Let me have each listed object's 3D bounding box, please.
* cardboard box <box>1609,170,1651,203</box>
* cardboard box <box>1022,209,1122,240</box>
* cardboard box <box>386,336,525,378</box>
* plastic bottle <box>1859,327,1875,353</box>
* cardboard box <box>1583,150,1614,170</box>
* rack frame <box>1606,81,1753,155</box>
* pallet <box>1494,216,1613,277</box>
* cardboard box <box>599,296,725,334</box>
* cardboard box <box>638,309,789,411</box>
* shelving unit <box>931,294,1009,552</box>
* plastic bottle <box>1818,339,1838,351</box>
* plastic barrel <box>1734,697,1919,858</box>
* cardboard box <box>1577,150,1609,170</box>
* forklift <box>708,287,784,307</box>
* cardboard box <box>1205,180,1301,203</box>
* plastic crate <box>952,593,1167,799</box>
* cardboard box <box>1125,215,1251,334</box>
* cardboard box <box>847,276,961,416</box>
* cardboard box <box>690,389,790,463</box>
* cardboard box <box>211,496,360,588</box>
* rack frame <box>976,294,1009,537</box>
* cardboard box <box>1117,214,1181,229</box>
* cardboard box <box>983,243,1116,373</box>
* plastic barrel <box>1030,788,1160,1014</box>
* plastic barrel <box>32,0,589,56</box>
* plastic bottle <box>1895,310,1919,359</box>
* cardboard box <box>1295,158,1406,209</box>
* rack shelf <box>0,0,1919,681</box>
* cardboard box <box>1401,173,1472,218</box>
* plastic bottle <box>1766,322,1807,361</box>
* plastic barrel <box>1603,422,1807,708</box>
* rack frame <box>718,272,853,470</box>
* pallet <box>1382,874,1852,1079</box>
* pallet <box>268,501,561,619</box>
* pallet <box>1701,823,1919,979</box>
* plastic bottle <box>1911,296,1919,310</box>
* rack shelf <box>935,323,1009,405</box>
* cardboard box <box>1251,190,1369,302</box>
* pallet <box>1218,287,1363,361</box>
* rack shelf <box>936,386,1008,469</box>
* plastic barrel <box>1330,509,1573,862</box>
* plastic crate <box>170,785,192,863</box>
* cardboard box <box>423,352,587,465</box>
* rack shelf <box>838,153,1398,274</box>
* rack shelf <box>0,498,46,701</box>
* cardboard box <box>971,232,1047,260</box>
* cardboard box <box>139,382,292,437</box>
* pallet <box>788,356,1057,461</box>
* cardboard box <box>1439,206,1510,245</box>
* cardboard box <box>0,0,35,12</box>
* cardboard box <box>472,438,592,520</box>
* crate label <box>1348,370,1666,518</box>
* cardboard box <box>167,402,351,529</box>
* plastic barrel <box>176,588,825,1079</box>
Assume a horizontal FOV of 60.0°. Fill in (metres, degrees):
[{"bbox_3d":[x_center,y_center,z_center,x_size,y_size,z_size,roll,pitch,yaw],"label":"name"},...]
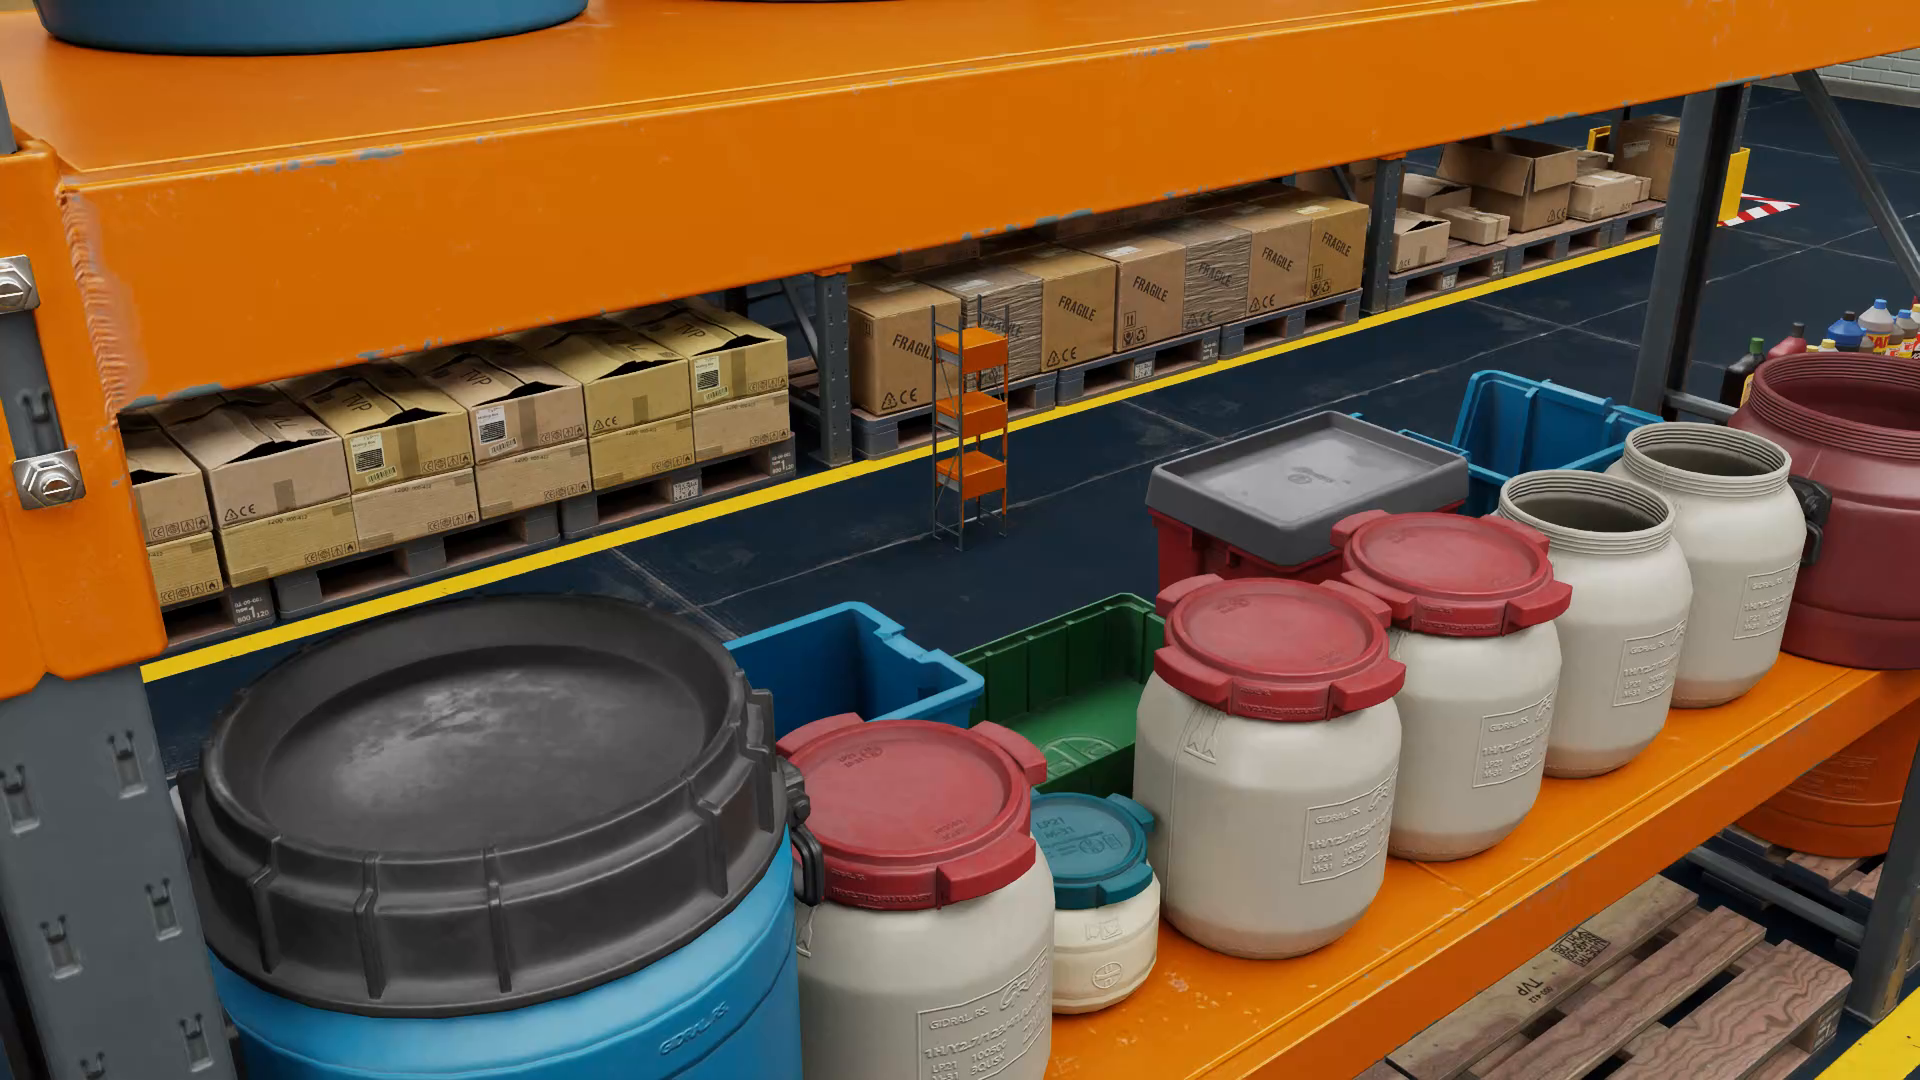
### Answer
[{"bbox_3d":[4.771,-2.574,12.076,0.250,0.166,0.380,-18,31,-34],"label":"cardboard box"},{"bbox_3d":[0.561,-1.889,9.314,0.500,0.250,0.500,-19,31,-35],"label":"cardboard box"},{"bbox_3d":[-2.279,-0.767,7.442,0.500,0.311,0.500,-19,31,-35],"label":"cardboard box"},{"bbox_3d":[2.748,-0.554,5.116,0.097,0.201,0.097,0,25,0],"label":"plastic bottle"},{"bbox_3d":[4.879,-2.869,12.733,0.250,0.149,0.380,-18,31,-34],"label":"cardboard box"},{"bbox_3d":[5.421,-3.958,12.215,0.127,3.000,1.000,-18,31,-34],"label":"rack frame"},{"bbox_3d":[3.775,-2.150,11.633,1.213,0.211,1.003,-18,31,-34],"label":"pallet"},{"bbox_3d":[-1.468,-1.038,8.026,0.500,0.311,0.500,-17,30,-32],"label":"cardboard box"},{"bbox_3d":[-1.135,-0.860,7.640,0.500,0.311,0.500,-17,30,-33],"label":"cardboard box"},{"bbox_3d":[0.042,-0.490,7.059,0.252,1.050,0.215,-18,31,-34],"label":"shelving unit"},{"bbox_3d":[2.594,-0.503,5.007,0.097,0.201,0.097,0,25,0],"label":"plastic bottle"},{"bbox_3d":[2.554,0.423,4.853,0.708,0.830,0.600,-18,31,-34],"label":"plastic barrel"},{"bbox_3d":[4.424,-2.733,12.319,0.500,0.250,0.500,-18,31,-34],"label":"cardboard box"},{"bbox_3d":[-2.392,-2.329,8.786,3.031,2.935,1.130,-19,31,-36],"label":"forklift"},{"bbox_3d":[1.742,-1.939,10.312,0.500,0.500,0.500,-20,31,-36],"label":"cardboard box"},{"bbox_3d":[0.228,0.352,3.181,0.662,0.188,0.450,-18,31,-34],"label":"plastic crate"},{"bbox_3d":[1.273,-1.505,9.377,0.500,0.500,0.500,-18,30,-33],"label":"cardboard box"},{"bbox_3d":[-0.340,-0.969,8.221,0.500,0.500,0.500,-17,30,-32],"label":"cardboard box"},{"bbox_3d":[-1.138,-0.605,7.759,0.500,0.250,0.500,-17,30,-33],"label":"cardboard box"},{"bbox_3d":[-2.743,-0.074,6.614,0.500,0.250,0.500,-19,31,-36],"label":"cardboard box"},{"bbox_3d":[0.138,-0.522,7.127,0.008,1.050,0.200,-18,31,-34],"label":"rack frame"},{"bbox_3d":[0.931,-1.670,9.732,0.500,0.500,0.500,-18,30,-33],"label":"cardboard box"},{"bbox_3d":[0.466,-1.235,8.795,0.500,0.500,0.500,-19,31,-35],"label":"cardboard box"},{"bbox_3d":[0.168,0.571,2.621,0.301,0.262,0.301,0,25,0],"label":"plastic barrel"},{"bbox_3d":[-0.702,-0.991,1.663,0.708,0.901,0.600,-18,31,-34],"label":"plastic barrel"},{"bbox_3d":[2.977,-0.630,5.279,0.097,0.201,0.097,0,25,0],"label":"plastic bottle"},{"bbox_3d":[2.546,-2.226,10.931,0.500,0.500,0.500,-18,31,-34],"label":"cardboard box"},{"bbox_3d":[0.605,-0.752,2.600,4.000,0.370,1.077,-18,31,-34],"label":"rack shelf"},{"bbox_3d":[3.137,-2.335,11.390,0.500,0.311,0.500,-18,31,-34],"label":"cardboard box"},{"bbox_3d":[2.416,-0.491,4.884,0.133,0.283,0.061,-18,31,-34],"label":"plastic bottle"},{"bbox_3d":[1.501,0.050,3.447,0.421,0.512,0.421,0,25,0],"label":"plastic barrel"},{"bbox_3d":[-0.875,-1.880,7.737,0.127,3.000,1.000,-18,31,-34],"label":"rack frame"},{"bbox_3d":[1.545,1.216,4.380,1.213,0.211,1.003,-18,31,-34],"label":"pallet"},{"bbox_3d":[-2.506,-0.099,7.212,1.213,0.211,1.003,-18,31,-34],"label":"pallet"},{"bbox_3d":[2.774,0.809,5.257,1.213,0.211,1.003,-18,31,-34],"label":"pallet"},{"bbox_3d":[3.134,-0.728,5.394,0.133,0.283,0.061,-18,31,-34],"label":"plastic bottle"},{"bbox_3d":[0.042,-0.738,6.944,0.240,0.259,0.215,-18,31,-34],"label":"rack shelf"},{"bbox_3d":[2.062,-1.761,9.928,0.500,0.500,0.500,-18,31,-34],"label":"cardboard box"},{"bbox_3d":[1.656,-1.430,10.080,1.213,0.211,1.003,-18,31,-34],"label":"pallet"},{"bbox_3d":[0.042,-0.480,7.063,0.240,0.259,0.215,-18,31,-34],"label":"rack shelf"},{"bbox_3d":[0.837,0.261,2.963,0.433,0.535,0.433,0,25,0],"label":"plastic barrel"},{"bbox_3d":[-0.776,0.545,2.436,0.583,0.464,0.402,-18,31,-34],"label":"plastic crate"},{"bbox_3d":[-1.939,-0.592,7.064,0.500,0.311,0.500,-18,31,-34],"label":"cardboard box"},{"bbox_3d":[0.699,-2.073,9.008,4.000,0.370,1.077,-18,31,-34],"label":"rack shelf"},{"bbox_3d":[-2.542,0.287,0.361,4.000,0.370,1.077,-18,31,-34],"label":"rack shelf"},{"bbox_3d":[0.124,-1.400,9.151,0.500,0.500,0.500,-20,31,-36],"label":"cardboard box"},{"bbox_3d":[-3.081,-0.504,6.875,0.500,0.311,0.500,-18,31,-34],"label":"cardboard box"},{"bbox_3d":[-0.264,-0.796,8.715,1.213,0.211,1.003,-18,31,-34],"label":"pallet"},{"bbox_3d":[3.411,-2.098,11.051,0.250,0.166,0.380,-18,31,-34],"label":"cardboard box"},{"bbox_3d":[-5.717,-3.171,9.877,0.500,0.500,0.700,-14,28,-27],"label":"cardboard box"},{"bbox_3d":[-1.939,-0.341,7.188,0.500,0.250,0.500,-17,30,-33],"label":"cardboard box"},{"bbox_3d":[1.230,-0.085,3.829,0.616,0.435,0.502,-18,31,-34],"label":"crate label"},{"bbox_3d":[-2.740,-0.326,6.491,0.500,0.311,0.500,-19,31,-36],"label":"cardboard box"},{"bbox_3d":[-0.478,0.574,1.855,0.708,0.901,0.600,-18,31,-34],"label":"plastic barrel"}]
